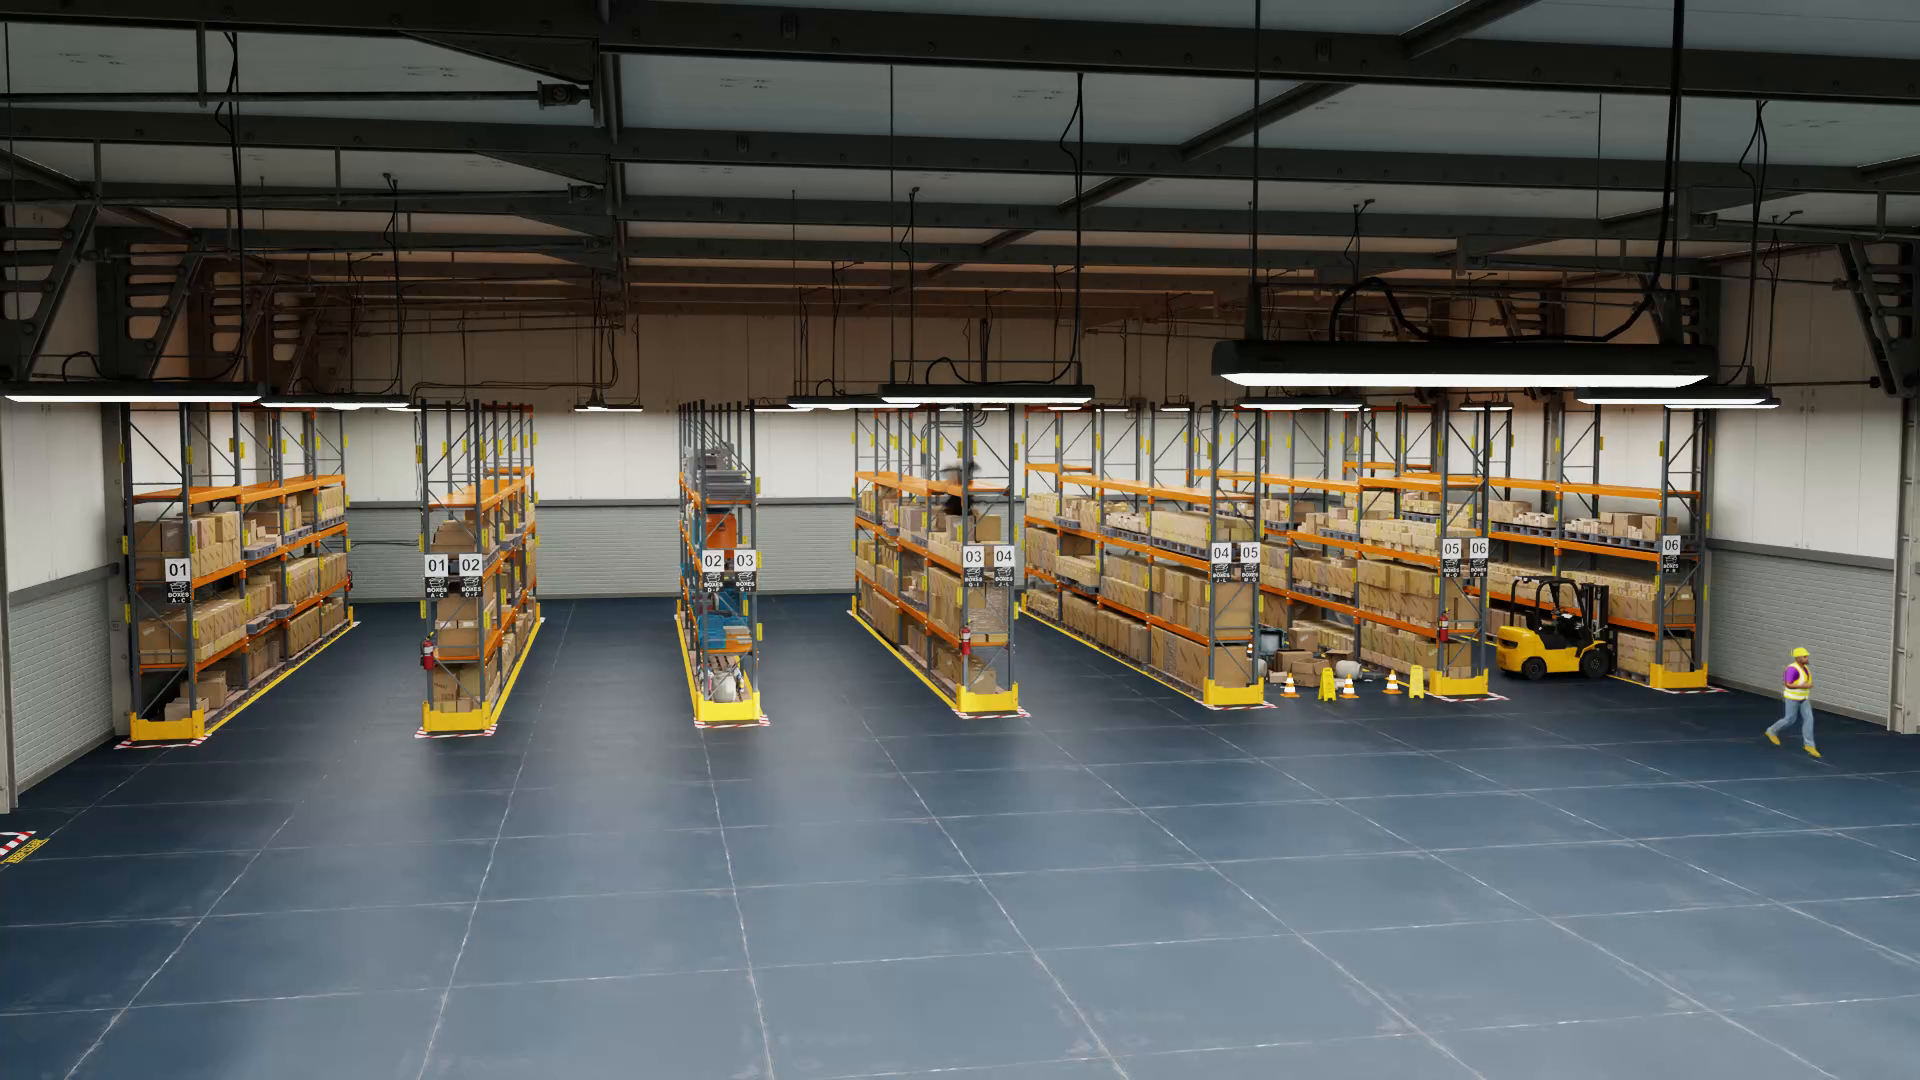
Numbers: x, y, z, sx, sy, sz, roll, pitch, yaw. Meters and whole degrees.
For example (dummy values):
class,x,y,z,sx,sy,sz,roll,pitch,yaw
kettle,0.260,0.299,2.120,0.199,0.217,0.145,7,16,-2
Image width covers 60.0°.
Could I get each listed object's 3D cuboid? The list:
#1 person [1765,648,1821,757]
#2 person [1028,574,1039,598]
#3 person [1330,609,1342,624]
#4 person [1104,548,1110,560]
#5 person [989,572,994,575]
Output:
class,x,y,z,sx,sy,sz,roll,pitch,yaw
person,14.148,2.722,28.196,0.697,1.815,0.956,-3,5,-31
person,2.199,1.182,49.957,0.604,1.602,0.607,1,5,17
person,10.011,1.502,44.399,0.651,1.757,0.916,-1,5,-18
person,4.459,1.085,50.421,0.760,1.754,0.584,0,4,-6
person,0.779,1.231,48.126,0.728,1.809,0.681,2,5,20
